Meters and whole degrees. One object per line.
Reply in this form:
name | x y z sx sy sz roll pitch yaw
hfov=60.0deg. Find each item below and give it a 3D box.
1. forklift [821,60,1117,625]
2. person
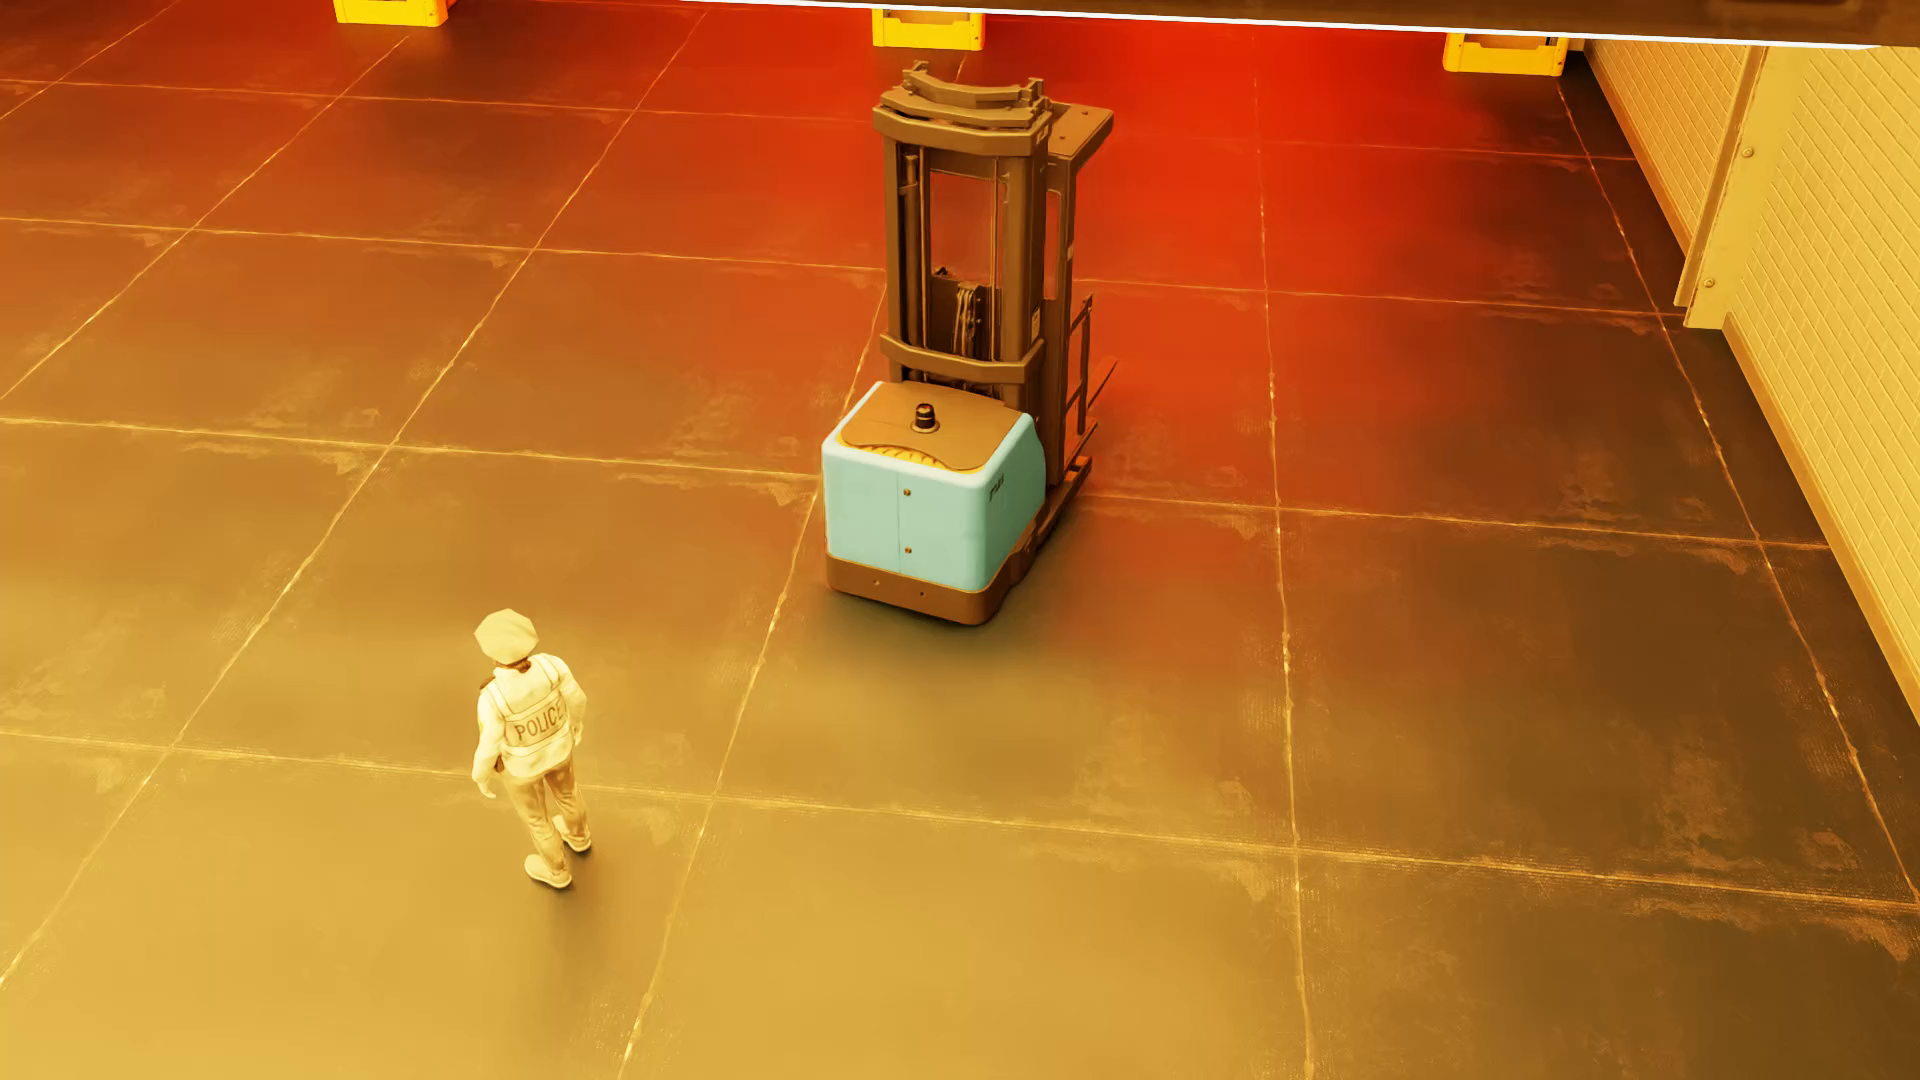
forklift | 0.230 -1.555 10.140 1.130 2.935 3.031 14 39 18
person | -2.033 0.964 7.758 0.522 1.697 0.591 30 46 34
